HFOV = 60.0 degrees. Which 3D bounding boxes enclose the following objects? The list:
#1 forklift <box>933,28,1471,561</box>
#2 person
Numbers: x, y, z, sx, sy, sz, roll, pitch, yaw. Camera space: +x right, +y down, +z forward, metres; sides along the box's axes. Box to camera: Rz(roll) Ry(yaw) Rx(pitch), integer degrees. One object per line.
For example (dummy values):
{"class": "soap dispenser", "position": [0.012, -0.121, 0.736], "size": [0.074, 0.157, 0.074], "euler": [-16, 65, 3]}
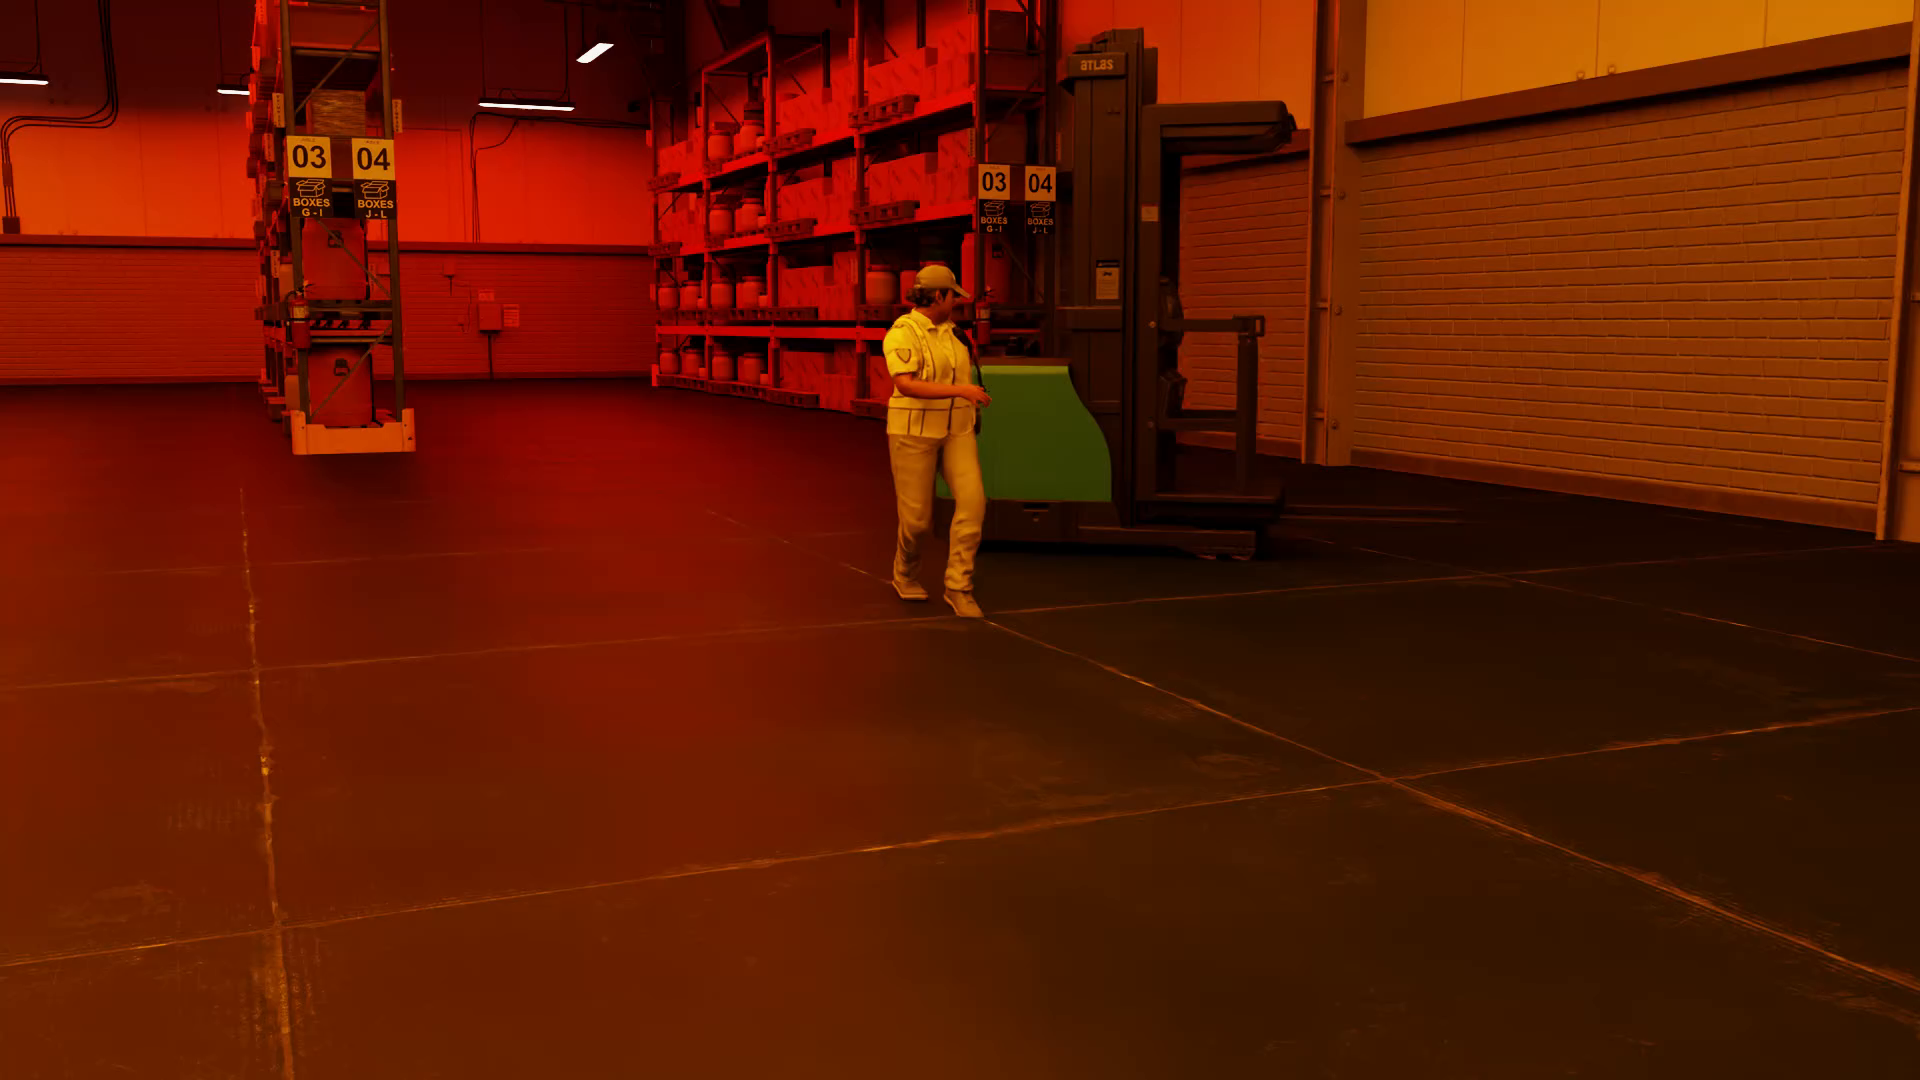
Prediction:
{"class": "forklift", "position": [1.416, -1.413, 9.661], "size": [3.031, 2.935, 1.130], "euler": [2, 8, 13]}
{"class": "person", "position": [-0.125, -0.471, 7.790], "size": [0.514, 1.621, 0.891], "euler": [-4, 8, -26]}
